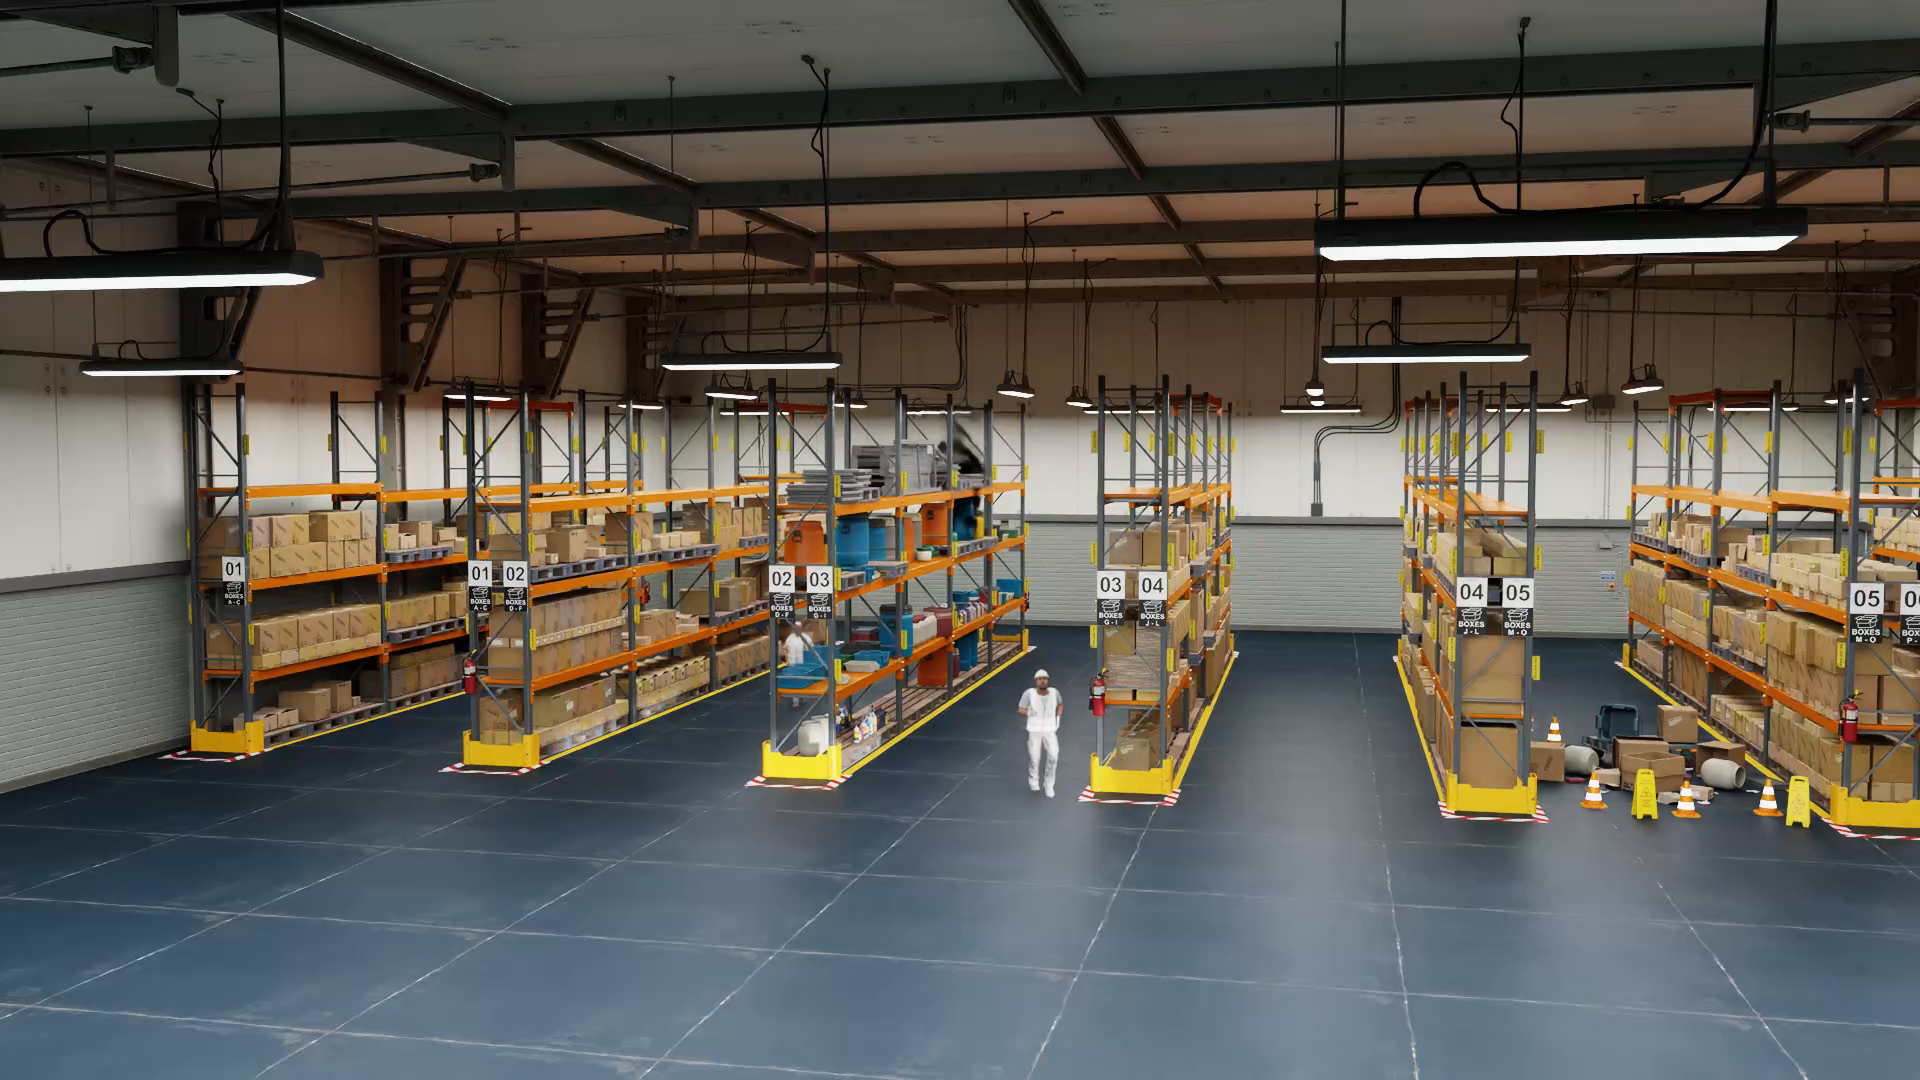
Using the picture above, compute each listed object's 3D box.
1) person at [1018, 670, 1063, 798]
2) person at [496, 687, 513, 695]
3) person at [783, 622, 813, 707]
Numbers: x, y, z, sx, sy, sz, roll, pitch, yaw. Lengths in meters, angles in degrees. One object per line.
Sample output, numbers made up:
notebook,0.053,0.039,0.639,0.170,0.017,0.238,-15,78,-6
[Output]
person,1.164,2.767,23.711,0.679,1.827,0.659,0,3,-4
person,-8.073,2.401,29.825,0.627,1.825,0.869,0,3,6
person,-3.108,2.372,31.861,0.605,1.615,0.539,0,3,3
